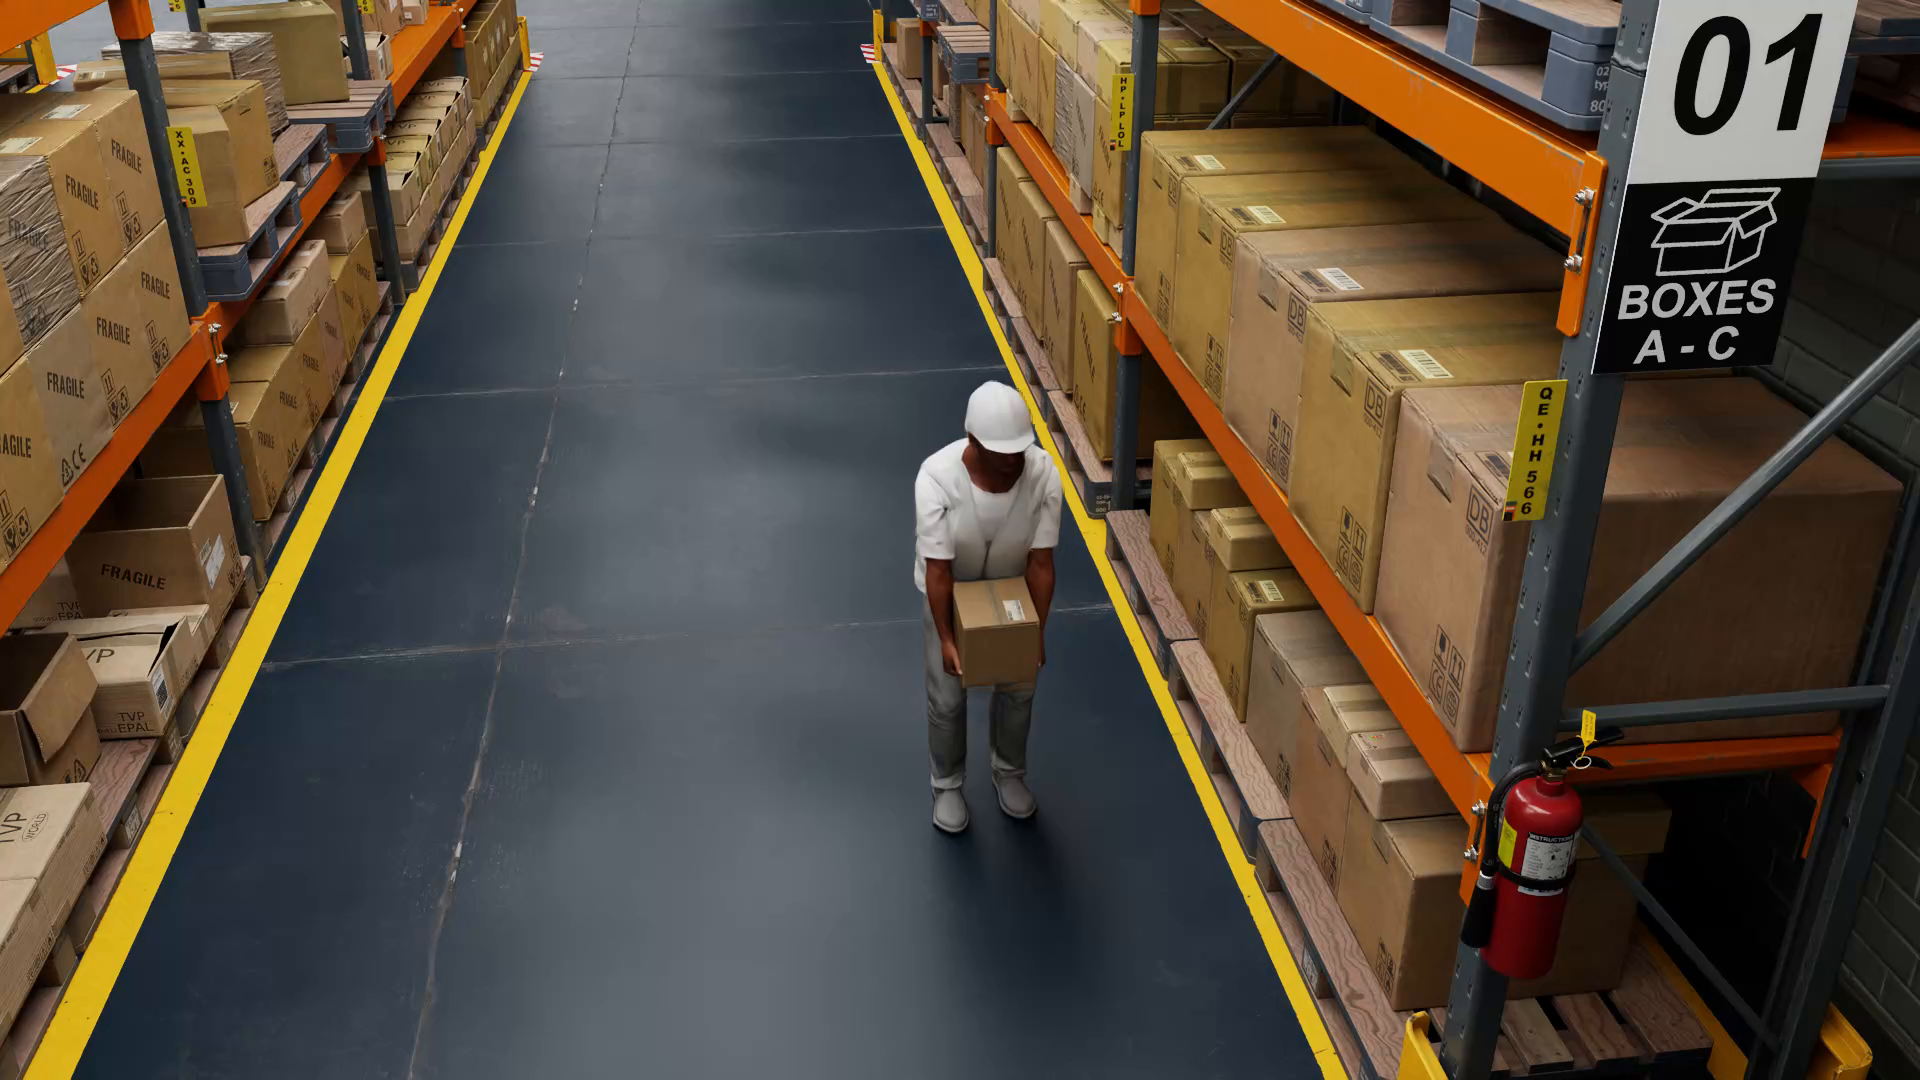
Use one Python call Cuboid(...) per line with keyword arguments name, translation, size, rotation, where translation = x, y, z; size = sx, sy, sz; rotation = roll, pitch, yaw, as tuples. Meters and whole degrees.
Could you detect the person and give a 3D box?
Cuboid(name="person", translation=(0.097, 0.232, 5.687), size=(0.493, 1.719, 0.611), rotation=(-5, 27, -9))
